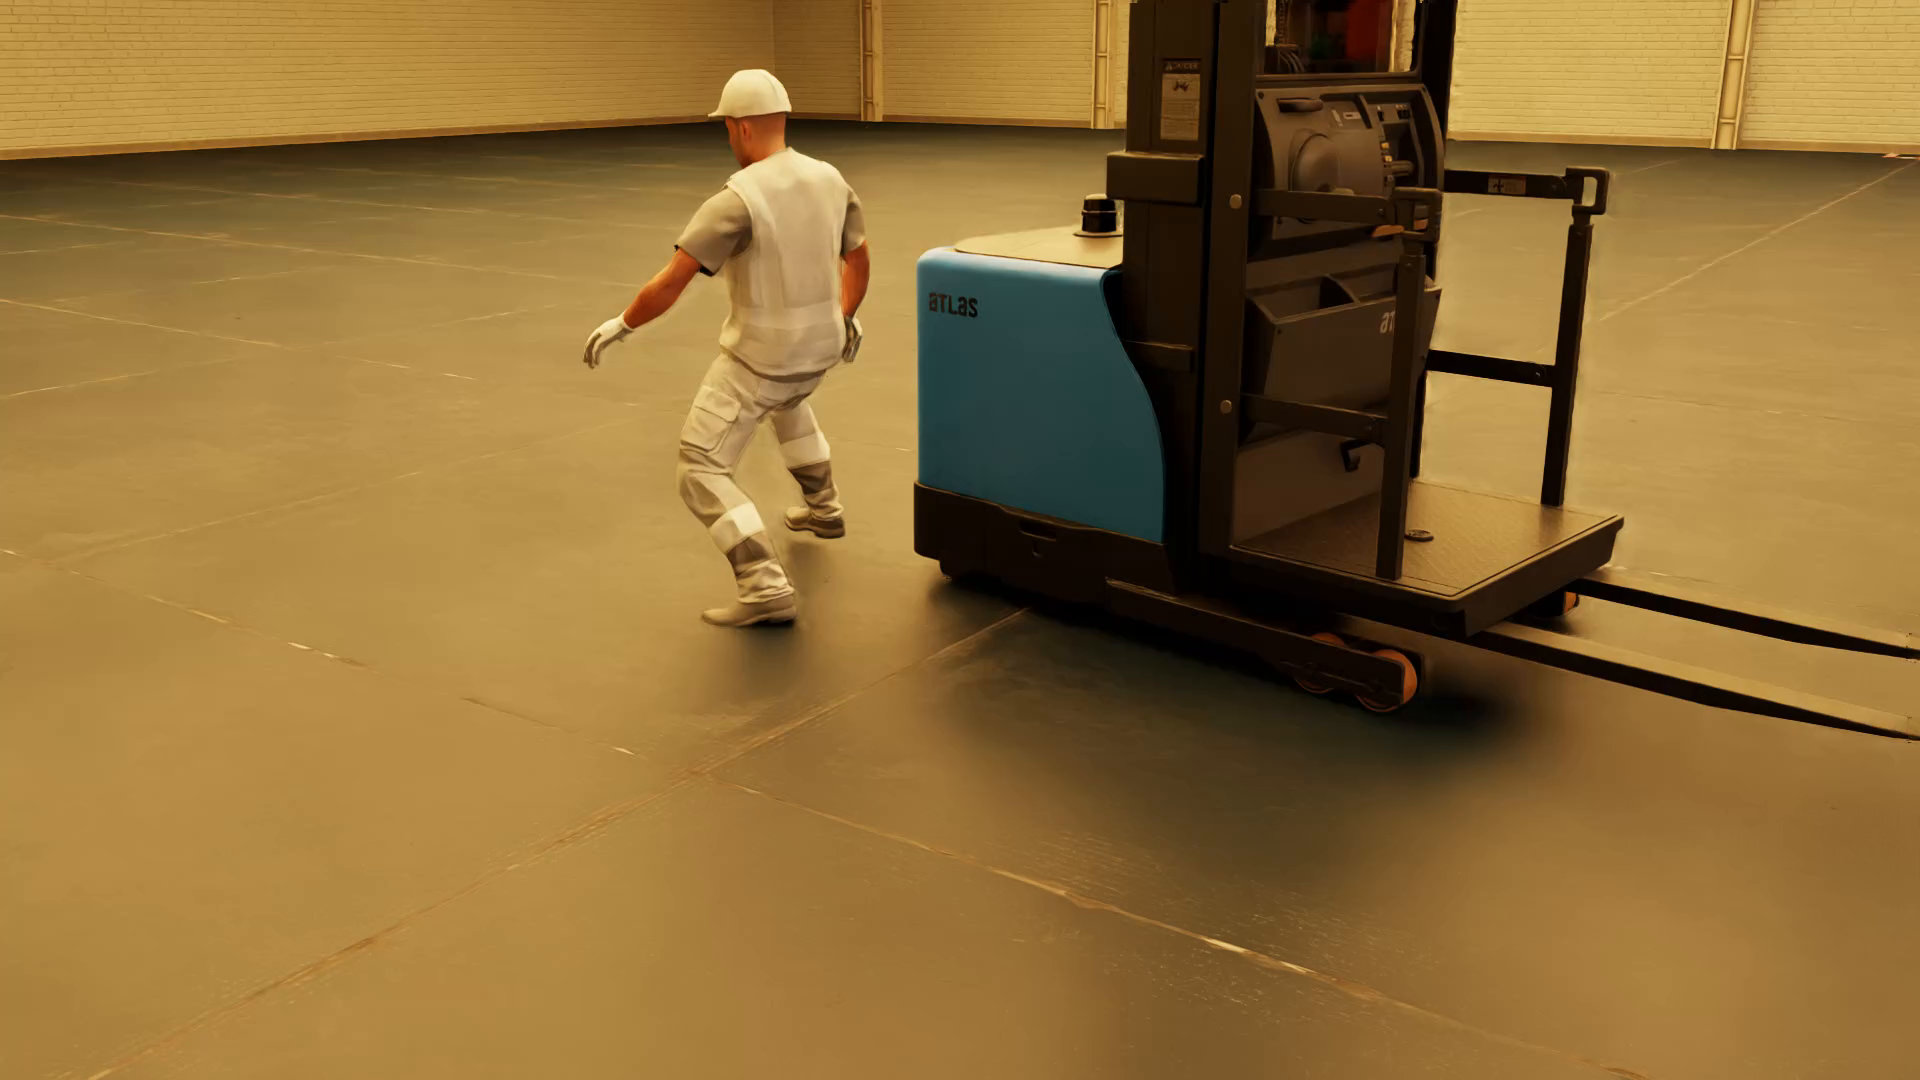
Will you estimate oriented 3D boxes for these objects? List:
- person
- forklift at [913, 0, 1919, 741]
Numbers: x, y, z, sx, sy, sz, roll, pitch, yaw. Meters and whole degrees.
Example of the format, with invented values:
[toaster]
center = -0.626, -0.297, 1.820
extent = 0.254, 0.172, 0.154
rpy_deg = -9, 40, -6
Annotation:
[person]
center = -0.637, -0.624, 5.223
extent = 0.729, 1.646, 0.974
rpy_deg = 16, 23, 42
[forklift]
center = 1.266, -1.115, 4.561
extent = 3.031, 2.935, 1.130
rpy_deg = 15, 22, 41
